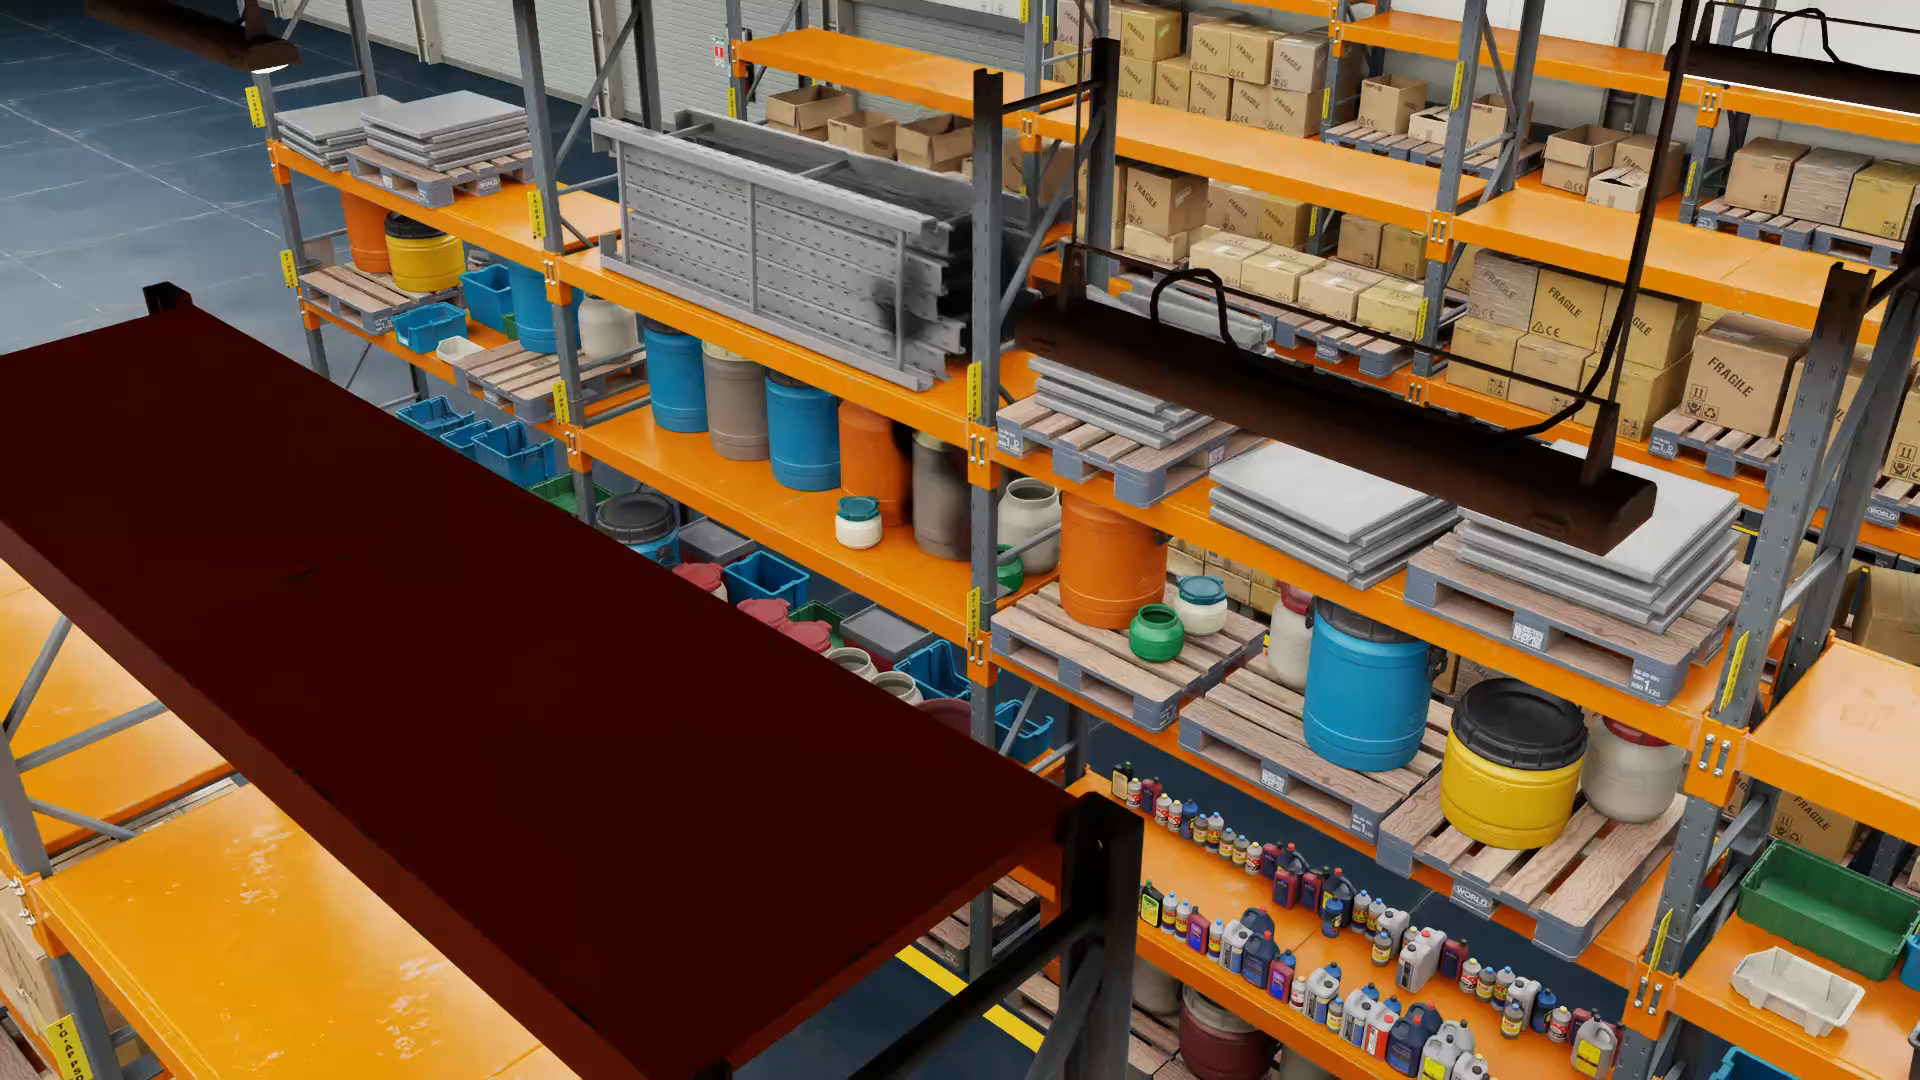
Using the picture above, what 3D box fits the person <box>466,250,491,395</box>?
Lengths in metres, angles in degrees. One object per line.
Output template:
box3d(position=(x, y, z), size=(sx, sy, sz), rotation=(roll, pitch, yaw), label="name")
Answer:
box3d(position=(-5.380, -2.463, 18.900), size=(0.758, 1.750, 0.582), rotation=(-14, 32, -23), label="person")
